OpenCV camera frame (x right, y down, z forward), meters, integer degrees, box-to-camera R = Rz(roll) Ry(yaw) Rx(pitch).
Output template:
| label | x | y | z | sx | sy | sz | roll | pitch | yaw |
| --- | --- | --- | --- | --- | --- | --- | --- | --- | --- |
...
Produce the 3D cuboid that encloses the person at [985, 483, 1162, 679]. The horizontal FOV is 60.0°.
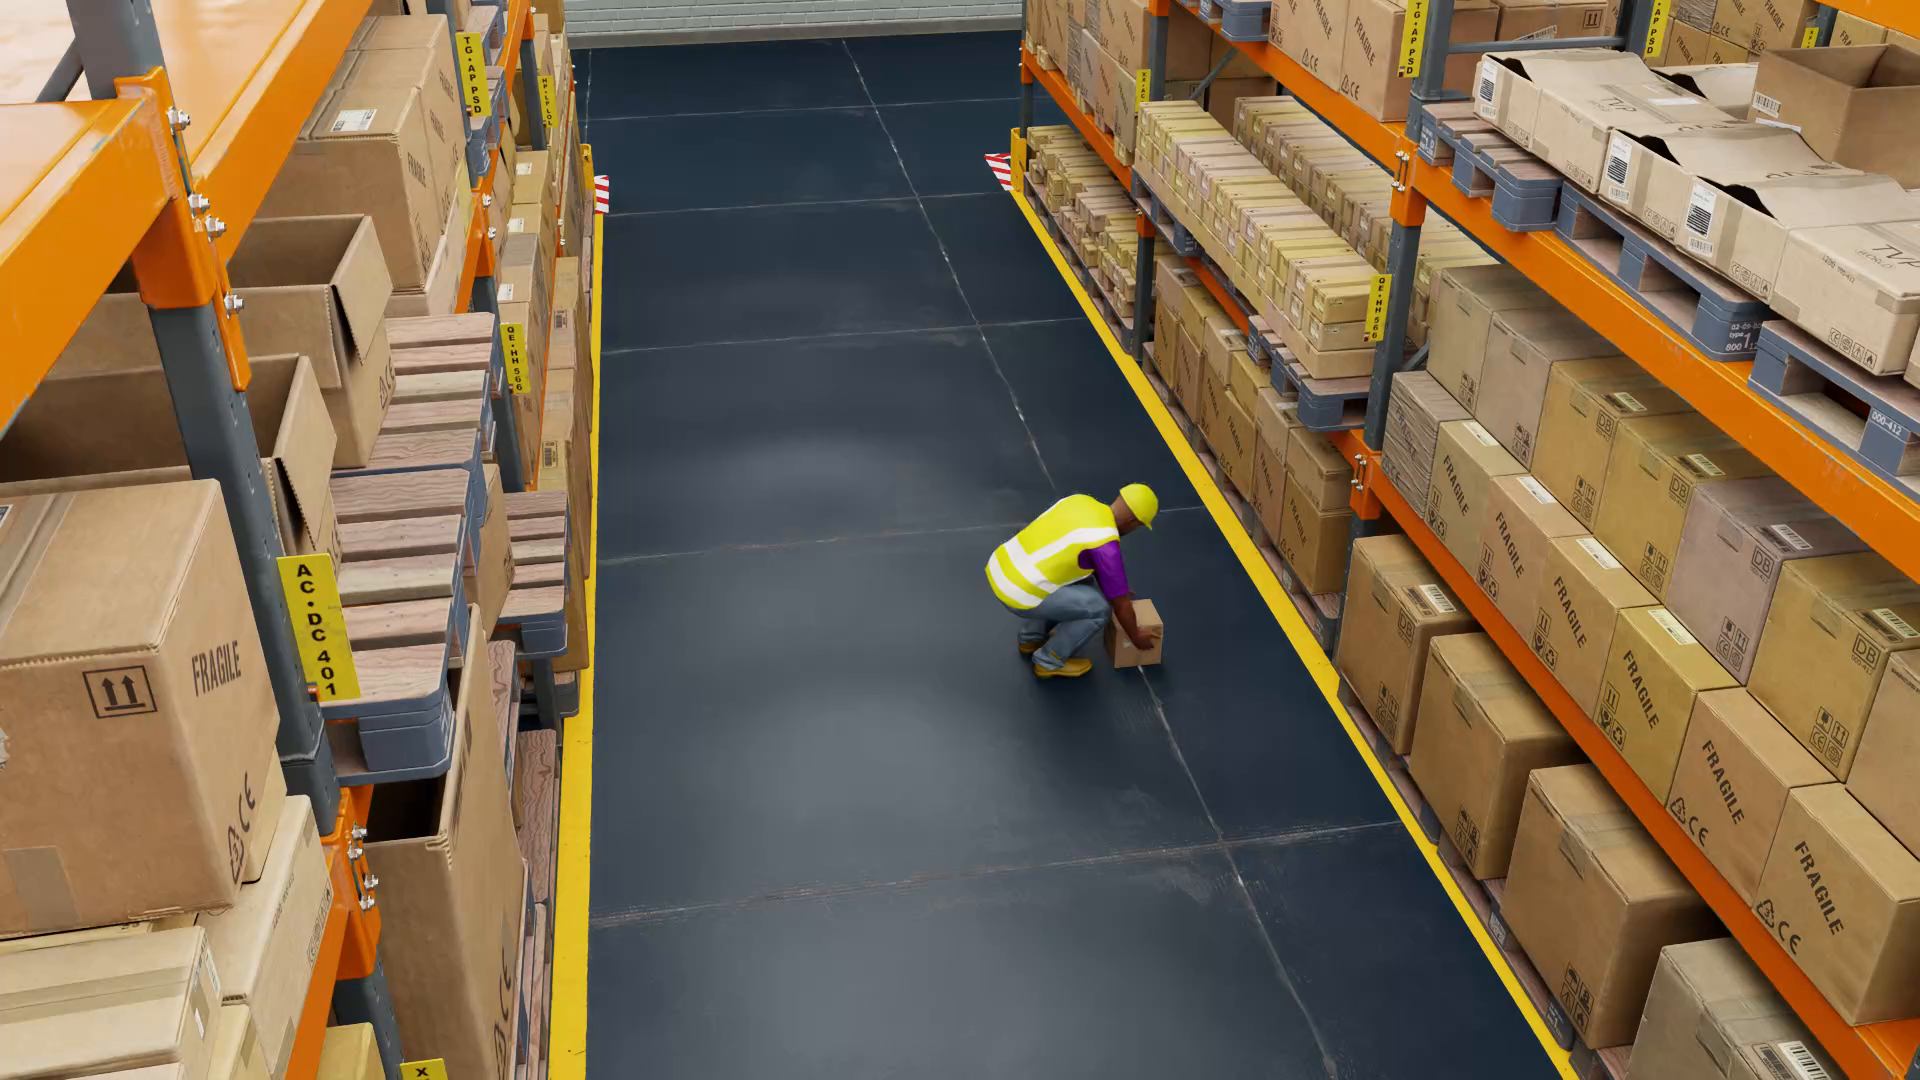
| label | x | y | z | sx | sy | sz | roll | pitch | yaw |
| --- | --- | --- | --- | --- | --- | --- | --- | --- | --- |
| person | 0.577 | 0.186 | 8.581 | 0.892 | 0.976 | 0.581 | -5 | 31 | -9 |
